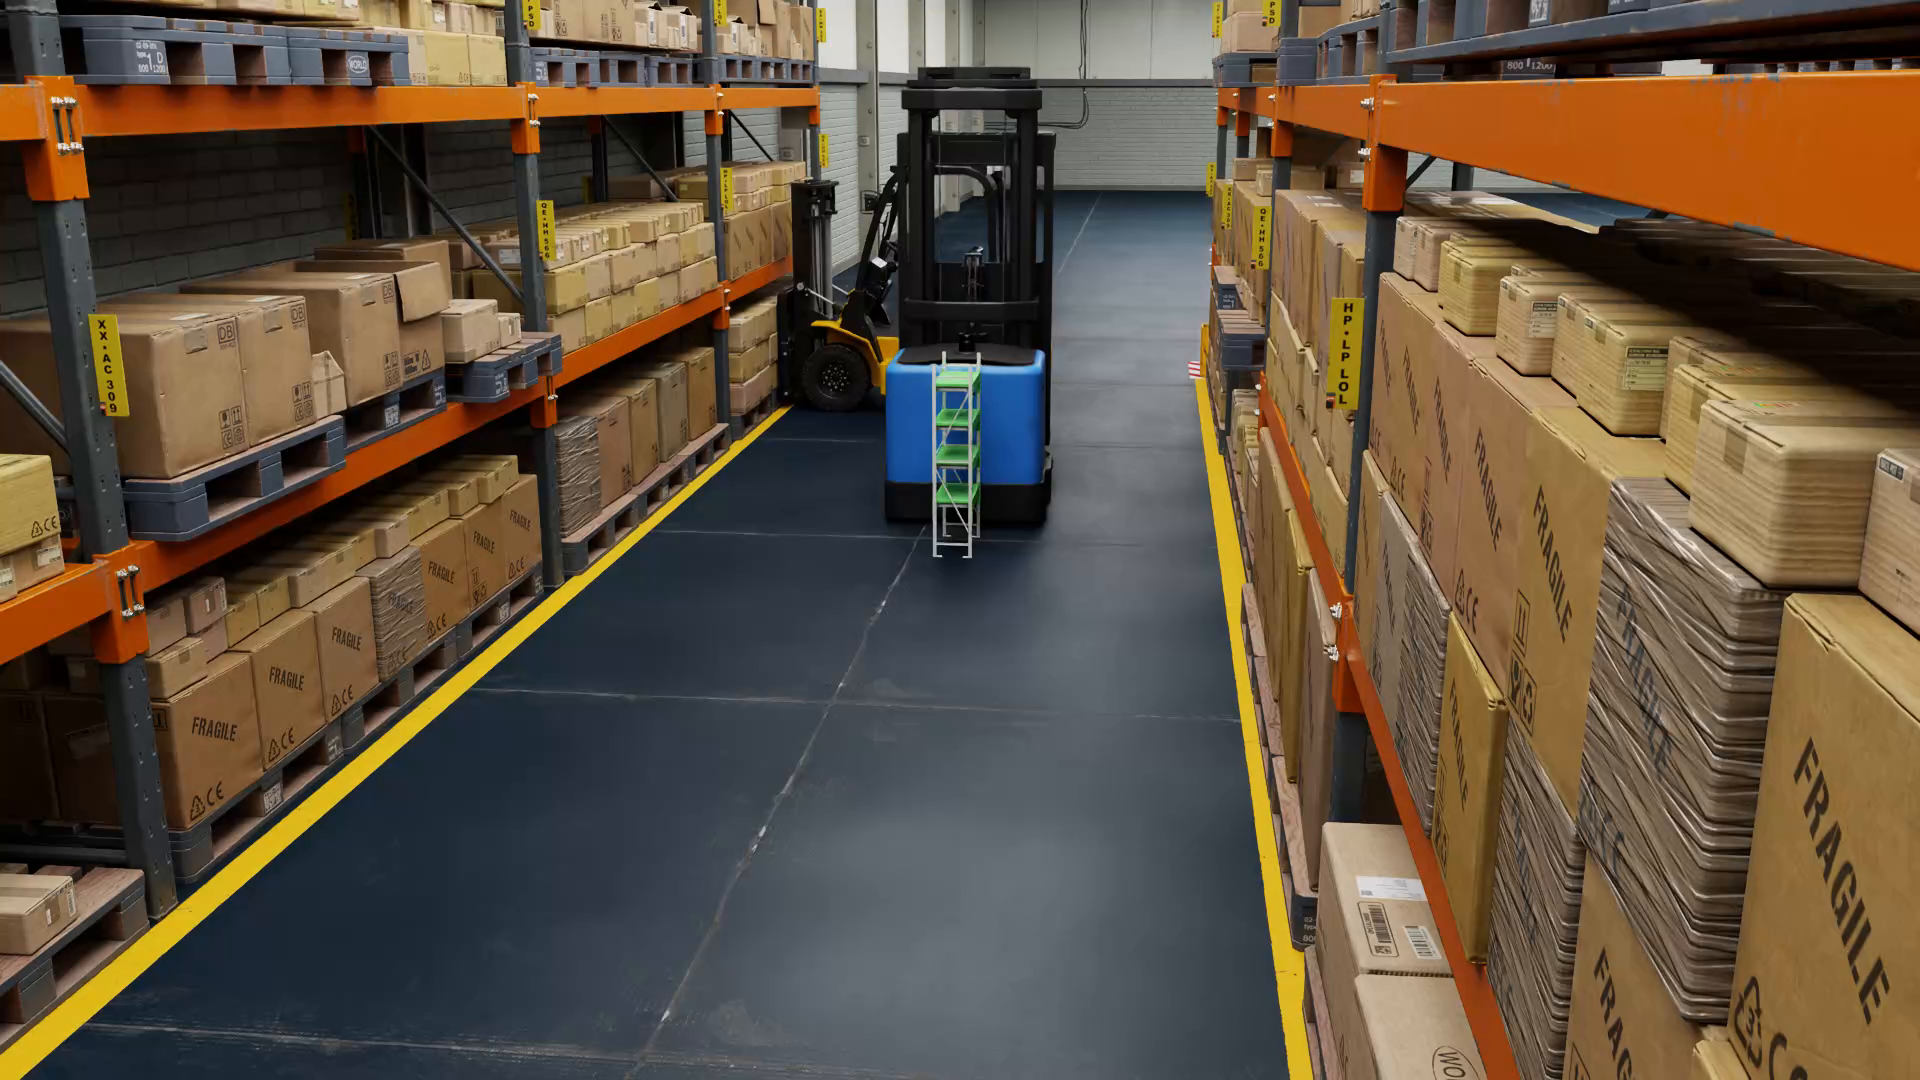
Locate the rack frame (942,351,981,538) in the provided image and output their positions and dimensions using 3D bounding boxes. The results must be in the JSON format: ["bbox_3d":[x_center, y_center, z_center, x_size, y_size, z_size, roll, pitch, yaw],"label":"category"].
[{"bbox_3d":[0.009,-0.600,10.581,0.240,1.200,0.015,2,15,6],"label":"rack frame"}]

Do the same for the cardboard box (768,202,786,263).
[{"bbox_3d":[-1.877,-2.781,15.007,0.500,0.500,0.500,2,15,7],"label":"cardboard box"}]

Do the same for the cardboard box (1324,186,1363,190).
[{"bbox_3d":[2.627,-2.089,11.074,0.500,0.500,0.500,2,15,8],"label":"cardboard box"}]

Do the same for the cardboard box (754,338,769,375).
[{"bbox_3d":[-1.946,-1.592,14.308,0.500,0.250,0.500,2,15,6],"label":"cardboard box"}]

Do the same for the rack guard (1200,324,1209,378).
[{"bbox_3d":[3.013,-1.894,16.709,1.175,0.500,0.348,2,15,6],"label":"rack guard"}]

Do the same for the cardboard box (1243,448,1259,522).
[{"bbox_3d":[2.268,-0.318,10.320,0.950,0.372,0.625,1,15,5],"label":"cardboard box"}]

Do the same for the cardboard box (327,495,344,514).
[{"bbox_3d":[-3.310,-0.171,8.290,0.380,0.149,0.250,1,15,4],"label":"cardboard box"}]

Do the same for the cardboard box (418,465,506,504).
[{"bbox_3d":[-2.618,-0.293,8.740,0.380,0.149,0.250,1,15,3],"label":"cardboard box"}]

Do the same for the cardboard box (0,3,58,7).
[{"bbox_3d":[-3.297,-1.877,5.594,0.380,0.149,0.250,2,15,8],"label":"cardboard box"}]

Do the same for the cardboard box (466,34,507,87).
[{"bbox_3d":[-2.630,-2.426,8.429,0.500,0.250,0.500,1,15,4],"label":"cardboard box"}]

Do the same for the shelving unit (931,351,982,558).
[{"bbox_3d":[-0.019,-0.536,10.347,0.258,1.200,0.503,2,15,6],"label":"shelving unit"}]

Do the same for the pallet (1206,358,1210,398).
[{"bbox_3d":[2.886,-1.545,15.971,1.003,0.211,1.213,2,15,6],"label":"pallet"}]

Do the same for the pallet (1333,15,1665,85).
[{"bbox_3d":[1.722,-1.603,5.464,0.805,0.209,1.217,1,15,4],"label":"pallet"}]

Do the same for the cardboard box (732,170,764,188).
[{"bbox_3d":[-1.954,-3.209,14.778,0.380,0.149,0.250,2,15,6],"label":"cardboard box"}]

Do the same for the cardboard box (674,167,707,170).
[{"bbox_3d":[-2.415,-3.356,15.323,0.380,0.149,0.250,1,15,5],"label":"cardboard box"}]

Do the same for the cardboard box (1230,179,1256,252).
[{"bbox_3d":[2.232,-2.364,12.094,0.500,0.500,0.500,2,15,8],"label":"cardboard box"}]

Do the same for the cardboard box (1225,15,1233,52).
[{"bbox_3d":[2.050,-3.390,11.189,0.500,0.250,0.500,1,15,6],"label":"cardboard box"}]

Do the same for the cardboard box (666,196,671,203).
[{"bbox_3d":[-2.588,-2.747,13.639,0.380,0.149,0.250,1,15,5],"label":"cardboard box"}]

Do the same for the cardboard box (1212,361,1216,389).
[{"bbox_3d":[2.542,-1.521,15.002,0.500,0.250,0.500,3,15,10],"label":"cardboard box"}]

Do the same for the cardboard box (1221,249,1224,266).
[{"bbox_3d":[2.467,-2.451,14.461,0.380,0.149,0.250,2,15,7],"label":"cardboard box"}]

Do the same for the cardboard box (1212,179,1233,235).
[{"bbox_3d":[2.693,-3.198,15.979,0.500,0.500,0.500,1,15,5],"label":"cardboard box"}]

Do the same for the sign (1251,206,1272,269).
[{"bbox_3d":[1.579,-1.580,8.691,0.100,0.325,0.005,2,15,6],"label":"sign"}]

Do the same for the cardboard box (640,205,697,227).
[{"bbox_3d":[-2.191,-2.427,12.457,0.380,0.149,0.250,1,15,5],"label":"cardboard box"}]

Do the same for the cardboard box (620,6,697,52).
[{"bbox_3d":[-2.202,-3.689,11.987,0.500,0.311,0.500,1,15,4],"label":"cardboard box"}]

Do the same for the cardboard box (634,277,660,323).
[{"bbox_3d":[-2.348,-1.625,11.212,0.500,0.250,0.500,2,15,8],"label":"cardboard box"}]

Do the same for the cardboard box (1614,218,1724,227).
[{"bbox_3d":[1.949,-0.763,4.387,0.380,0.149,0.250,1,15,5],"label":"cardboard box"}]

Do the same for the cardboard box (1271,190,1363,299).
[{"bbox_3d":[1.820,-1.456,8.192,0.500,0.500,0.500,1,15,4],"label":"cardboard box"}]

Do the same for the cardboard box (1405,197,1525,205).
[{"bbox_3d":[2.271,-1.301,7.621,0.500,0.500,0.500,2,15,7],"label":"cardboard box"}]

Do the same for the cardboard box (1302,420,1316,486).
[{"bbox_3d":[1.602,-0.322,6.393,0.500,0.250,0.500,1,15,5],"label":"cardboard box"}]

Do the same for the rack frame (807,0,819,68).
[{"bbox_3d":[-1.911,-6.162,16.210,1.000,3.000,0.127,2,15,6],"label":"rack frame"}]

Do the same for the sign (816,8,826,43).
[{"bbox_3d":[-1.373,-5.083,16.423,0.100,0.325,0.005,2,15,6],"label":"sign"}]

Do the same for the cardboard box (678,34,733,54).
[{"bbox_3d":[-2.010,-3.913,13.127,0.380,0.149,0.250,2,15,7],"label":"cardboard box"}]

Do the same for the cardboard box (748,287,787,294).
[{"bbox_3d":[-1.752,-2.231,15.715,0.500,0.250,0.500,2,15,7],"label":"cardboard box"}]

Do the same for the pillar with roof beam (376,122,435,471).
[{"bbox_3d":[0.715,-4.325,9.416,9.100,9.000,0.400,2,15,6],"label":"pillar with roof beam"}]

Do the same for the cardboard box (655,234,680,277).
[{"bbox_3d":[-2.278,-1.996,11.627,0.500,0.250,0.500,2,15,7],"label":"cardboard box"}]

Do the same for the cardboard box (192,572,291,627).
[{"bbox_3d":[-2.971,0.240,6.770,0.380,0.149,0.250,1,15,5],"label":"cardboard box"}]

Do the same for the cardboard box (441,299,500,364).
[{"bbox_3d":[-2.611,-1.038,8.237,0.500,0.250,0.500,1,15,4],"label":"cardboard box"}]

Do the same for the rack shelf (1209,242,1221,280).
[{"bbox_3d":[2.796,-2.254,14.631,1.077,0.370,4.000,2,15,6],"label":"rack shelf"}]

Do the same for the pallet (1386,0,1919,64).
[{"bbox_3d":[1.565,-1.201,3.782,1.003,0.211,1.213,2,15,6],"label":"pallet"}]

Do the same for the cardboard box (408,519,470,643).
[{"bbox_3d":[-2.771,0.194,8.181,0.500,0.500,0.500,2,15,9],"label":"cardboard box"}]

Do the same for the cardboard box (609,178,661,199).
[{"bbox_3d":[-2.626,-2.825,13.359,0.380,0.149,0.250,2,15,6],"label":"cardboard box"}]

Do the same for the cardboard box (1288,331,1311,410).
[{"bbox_3d":[1.618,-0.696,6.820,0.500,0.250,0.500,2,15,7],"label":"cardboard box"}]

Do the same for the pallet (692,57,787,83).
[{"bbox_3d":[-2.152,-4.171,14.764,1.003,0.211,1.213,2,15,6],"label":"pallet"}]

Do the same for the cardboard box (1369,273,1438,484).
[{"bbox_3d":[1.373,-0.423,4.372,0.500,0.500,0.500,2,15,7],"label":"cardboard box"}]

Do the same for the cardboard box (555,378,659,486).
[{"bbox_3d":[-2.588,-0.753,11.445,0.875,0.625,0.625,1,15,4],"label":"cardboard box"}]

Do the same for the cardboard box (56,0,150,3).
[{"bbox_3d":[-2.836,-1.797,5.299,0.380,0.149,0.250,2,15,7],"label":"cardboard box"}]

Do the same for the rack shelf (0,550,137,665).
[{"bbox_3d":[-3.491,0.713,3.658,1.077,0.370,4.000,2,15,6],"label":"rack shelf"}]

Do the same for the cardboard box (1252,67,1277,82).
[{"bbox_3d":[2.302,-3.501,12.596,0.380,0.149,0.250,2,15,7],"label":"cardboard box"}]

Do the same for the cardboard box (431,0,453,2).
[{"bbox_3d":[-2.673,-2.669,7.993,0.380,0.149,0.250,1,15,4],"label":"cardboard box"}]

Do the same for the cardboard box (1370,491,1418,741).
[{"bbox_3d":[1.294,0.188,4.029,0.500,0.500,0.500,2,15,7],"label":"cardboard box"}]

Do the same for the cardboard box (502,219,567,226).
[{"bbox_3d":[-2.824,-2.041,11.030,0.380,0.149,0.250,2,15,8],"label":"cardboard box"}]

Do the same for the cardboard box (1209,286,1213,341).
[{"bbox_3d":[2.654,-2.151,15.895,0.500,0.500,0.500,1,15,4],"label":"cardboard box"}]

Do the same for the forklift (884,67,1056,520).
[{"bbox_3d":[0.125,-1.875,11.981,1.130,2.935,3.031,1,15,4],"label":"forklift"}]

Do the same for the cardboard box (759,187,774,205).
[{"bbox_3d":[-1.871,-3.065,14.816,0.380,0.149,0.250,1,15,5],"label":"cardboard box"}]

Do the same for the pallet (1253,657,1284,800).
[{"bbox_3d":[1.815,0.818,7.231,1.003,0.211,1.213,2,15,6],"label":"pallet"}]

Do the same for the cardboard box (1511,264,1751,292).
[{"bbox_3d":[1.280,-0.445,3.212,0.380,0.149,0.250,2,15,6],"label":"cardboard box"}]

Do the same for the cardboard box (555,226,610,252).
[{"bbox_3d":[-2.437,-1.897,10.497,0.380,0.149,0.250,2,15,7],"label":"cardboard box"}]

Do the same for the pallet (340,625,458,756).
[{"bbox_3d":[-3.076,0.663,7.804,1.003,0.211,1.213,2,15,6],"label":"pallet"}]

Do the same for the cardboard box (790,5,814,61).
[{"bbox_3d":[-1.719,-4.891,16.069,0.500,0.500,0.500,2,15,8],"label":"cardboard box"}]
